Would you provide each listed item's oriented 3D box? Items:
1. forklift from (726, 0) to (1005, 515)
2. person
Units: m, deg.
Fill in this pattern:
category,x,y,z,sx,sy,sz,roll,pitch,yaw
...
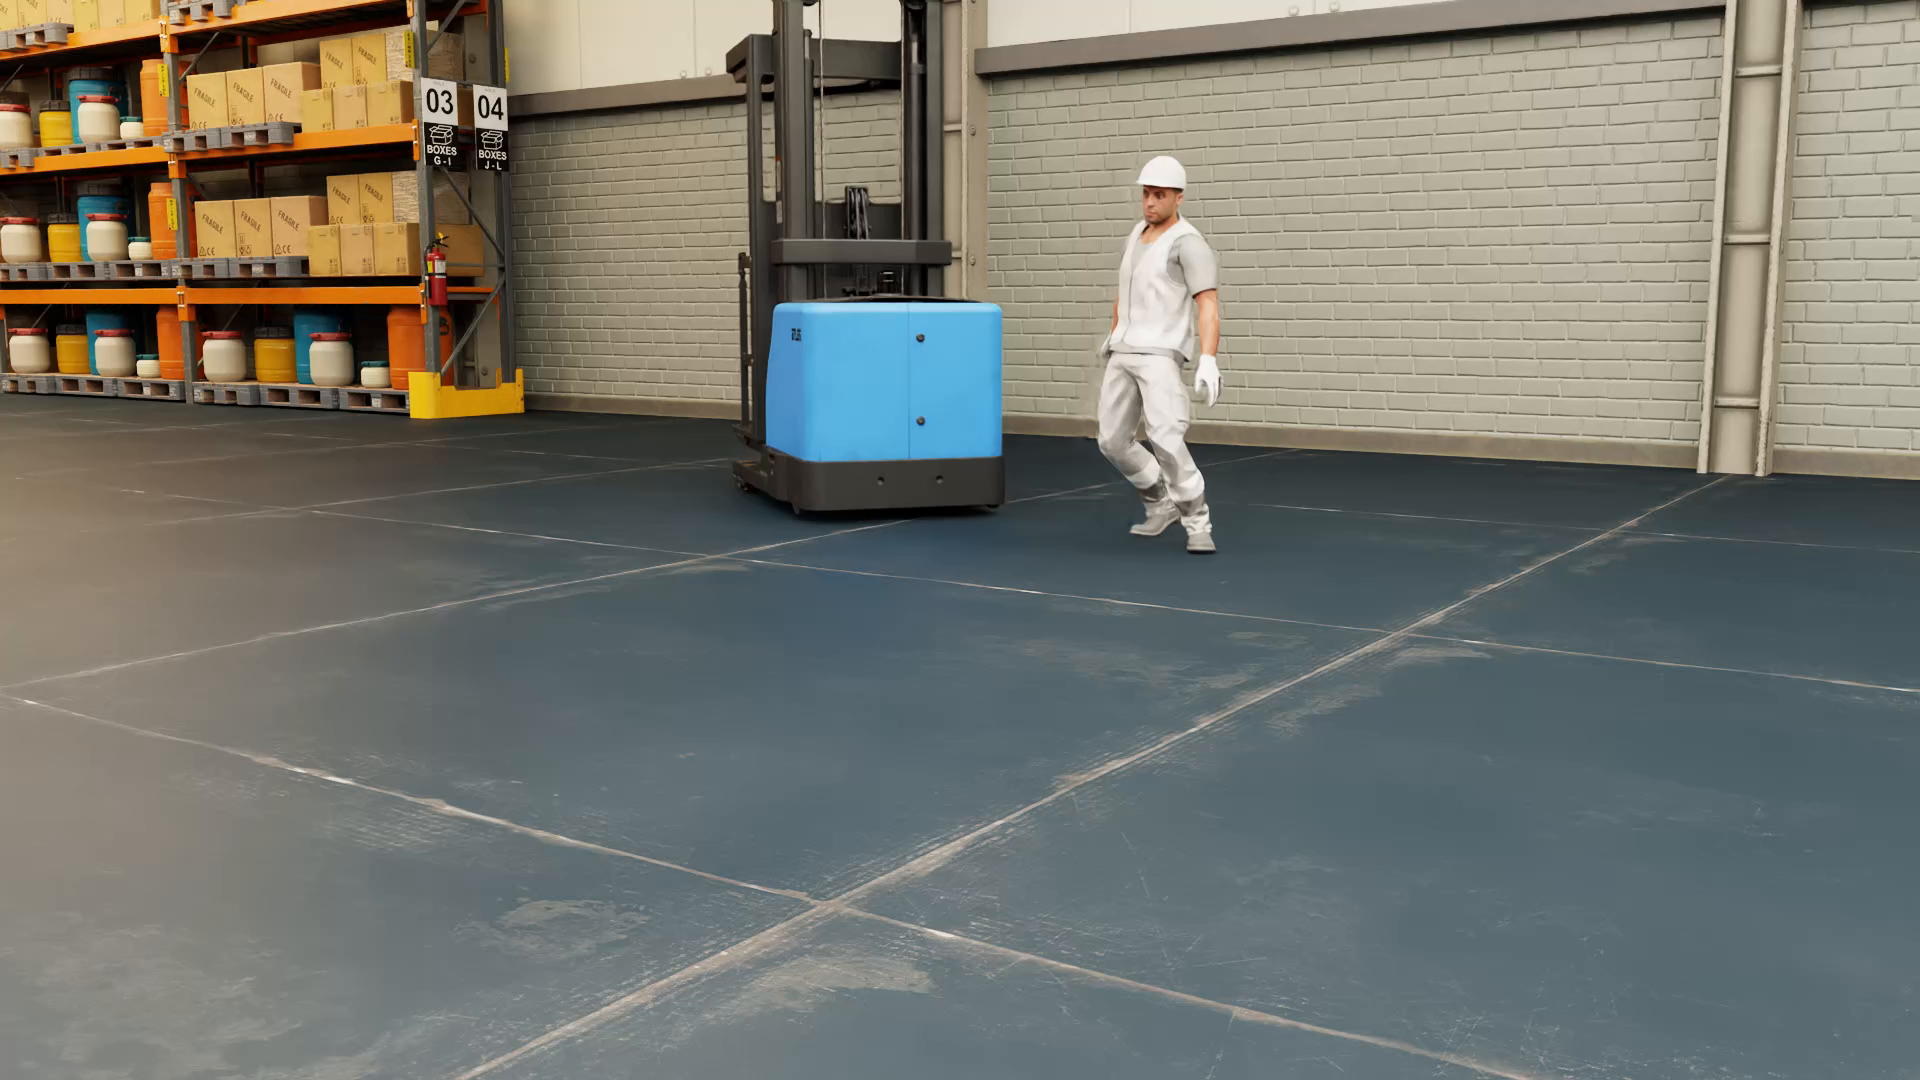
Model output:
category,x,y,z,sx,sy,sz,roll,pitch,yaw
forklift,-0.701,-1.742,9.445,1.130,2.935,3.031,-3,8,-17
person,0.893,-0.838,7.459,0.496,1.702,0.894,-4,9,-29
